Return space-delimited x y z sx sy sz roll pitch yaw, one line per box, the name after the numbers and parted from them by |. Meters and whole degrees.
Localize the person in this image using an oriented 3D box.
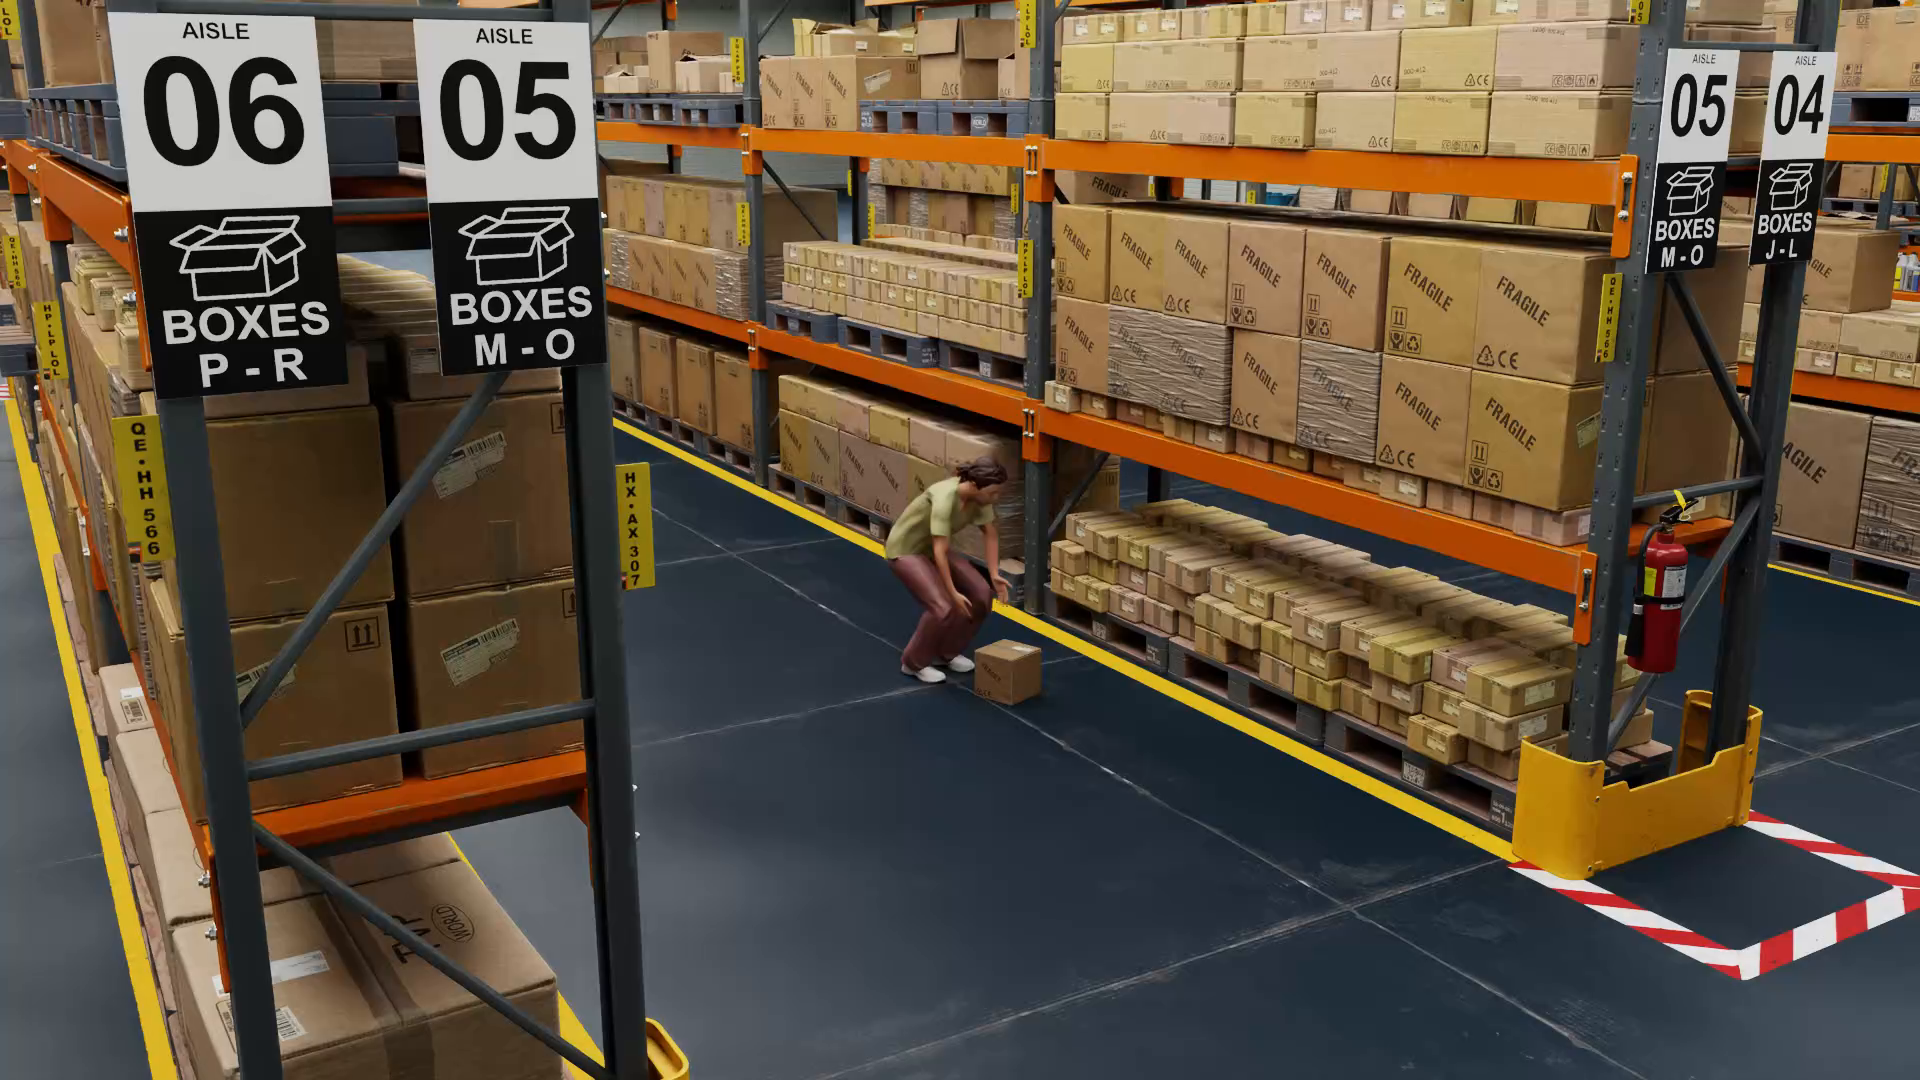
-0.049 0.126 8.889 0.709 1.246 0.510 12 19 39 | person
